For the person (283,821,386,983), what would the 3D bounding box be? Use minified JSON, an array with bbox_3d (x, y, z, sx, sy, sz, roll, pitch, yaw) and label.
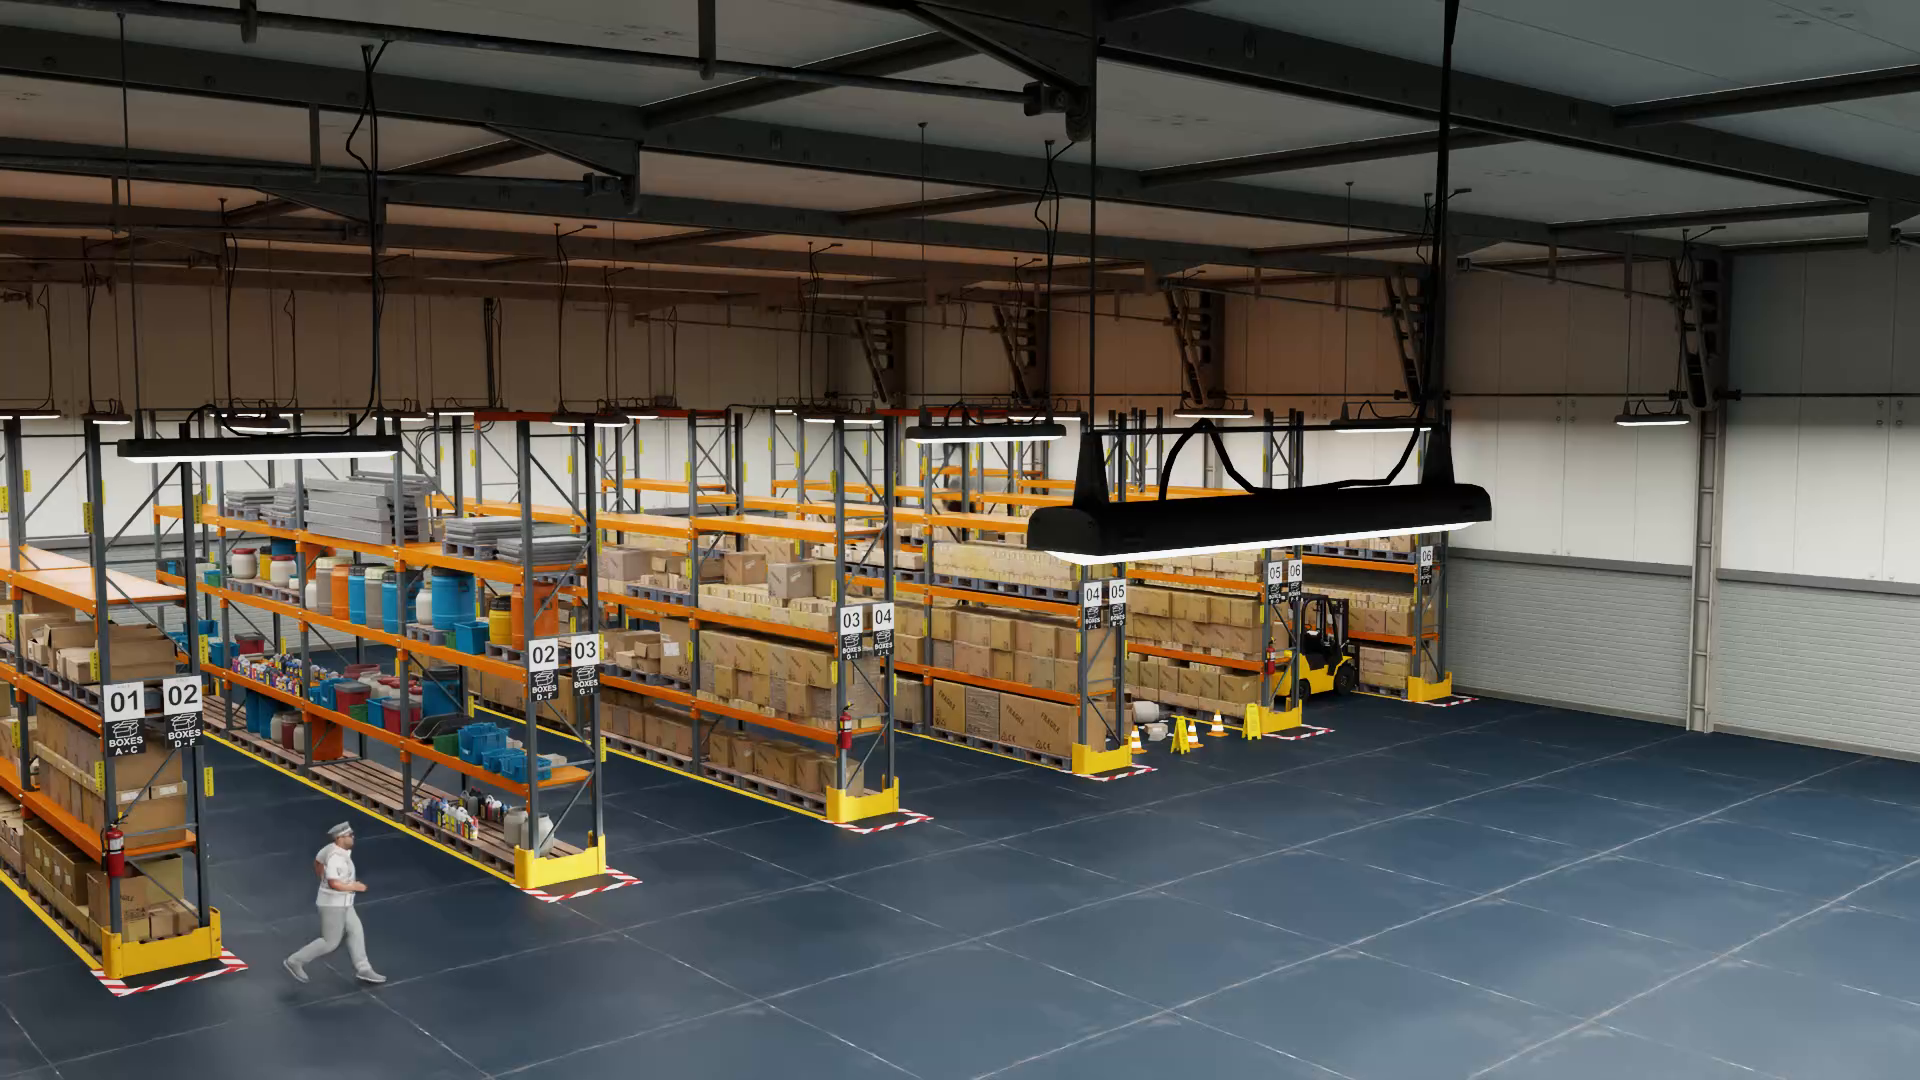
[{"bbox_3d":[-6.692,3.895,17.752,1.024,1.787,0.685,-2,5,-19],"label":"person"}]
